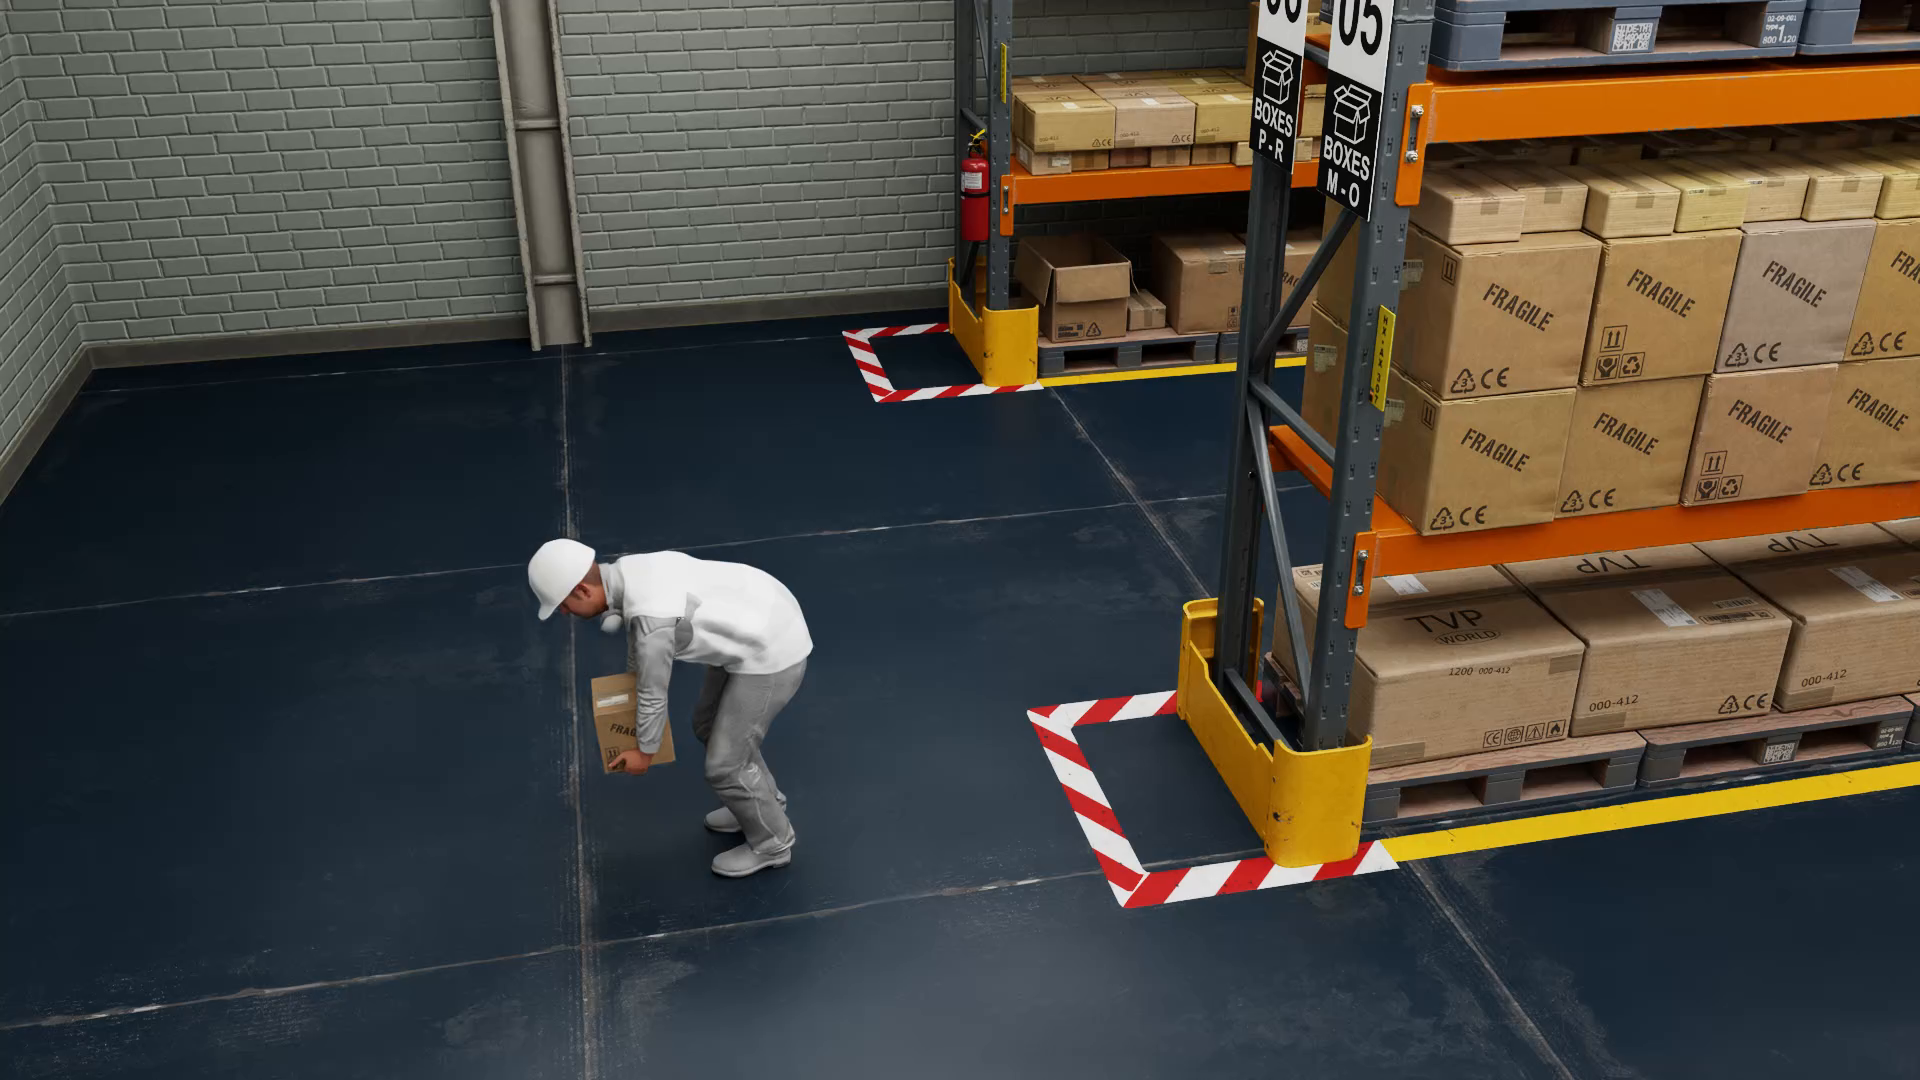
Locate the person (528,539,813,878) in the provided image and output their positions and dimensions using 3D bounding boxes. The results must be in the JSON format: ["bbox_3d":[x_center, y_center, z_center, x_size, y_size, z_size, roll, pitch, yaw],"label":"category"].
[{"bbox_3d":[-0.993,0.568,5.924,0.936,1.351,0.471,-7,27,-13],"label":"person"}]
